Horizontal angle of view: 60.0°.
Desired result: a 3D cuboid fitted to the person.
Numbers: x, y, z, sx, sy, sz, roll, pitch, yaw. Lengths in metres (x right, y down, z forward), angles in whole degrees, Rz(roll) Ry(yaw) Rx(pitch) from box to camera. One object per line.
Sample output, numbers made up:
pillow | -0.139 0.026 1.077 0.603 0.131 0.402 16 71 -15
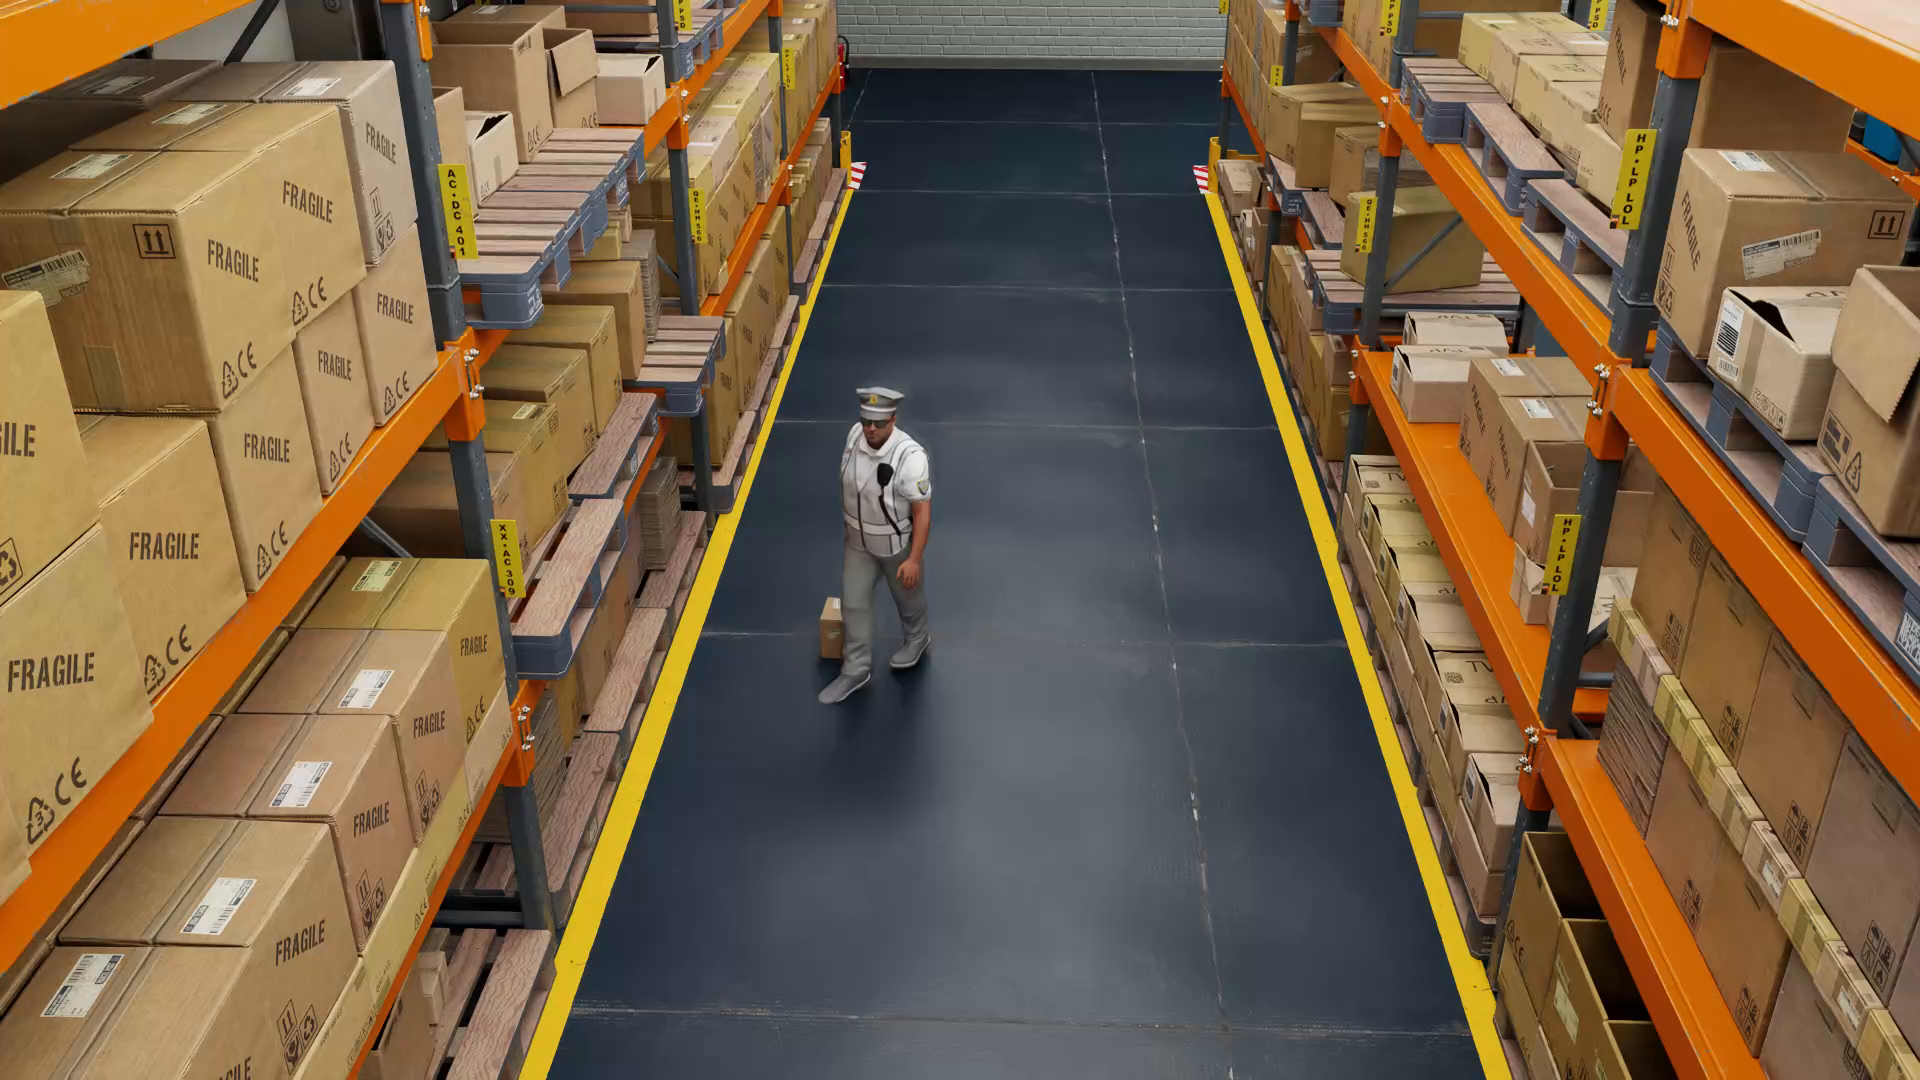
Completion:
person | -0.362 0.003 8.619 0.567 1.797 0.736 14 31 25
